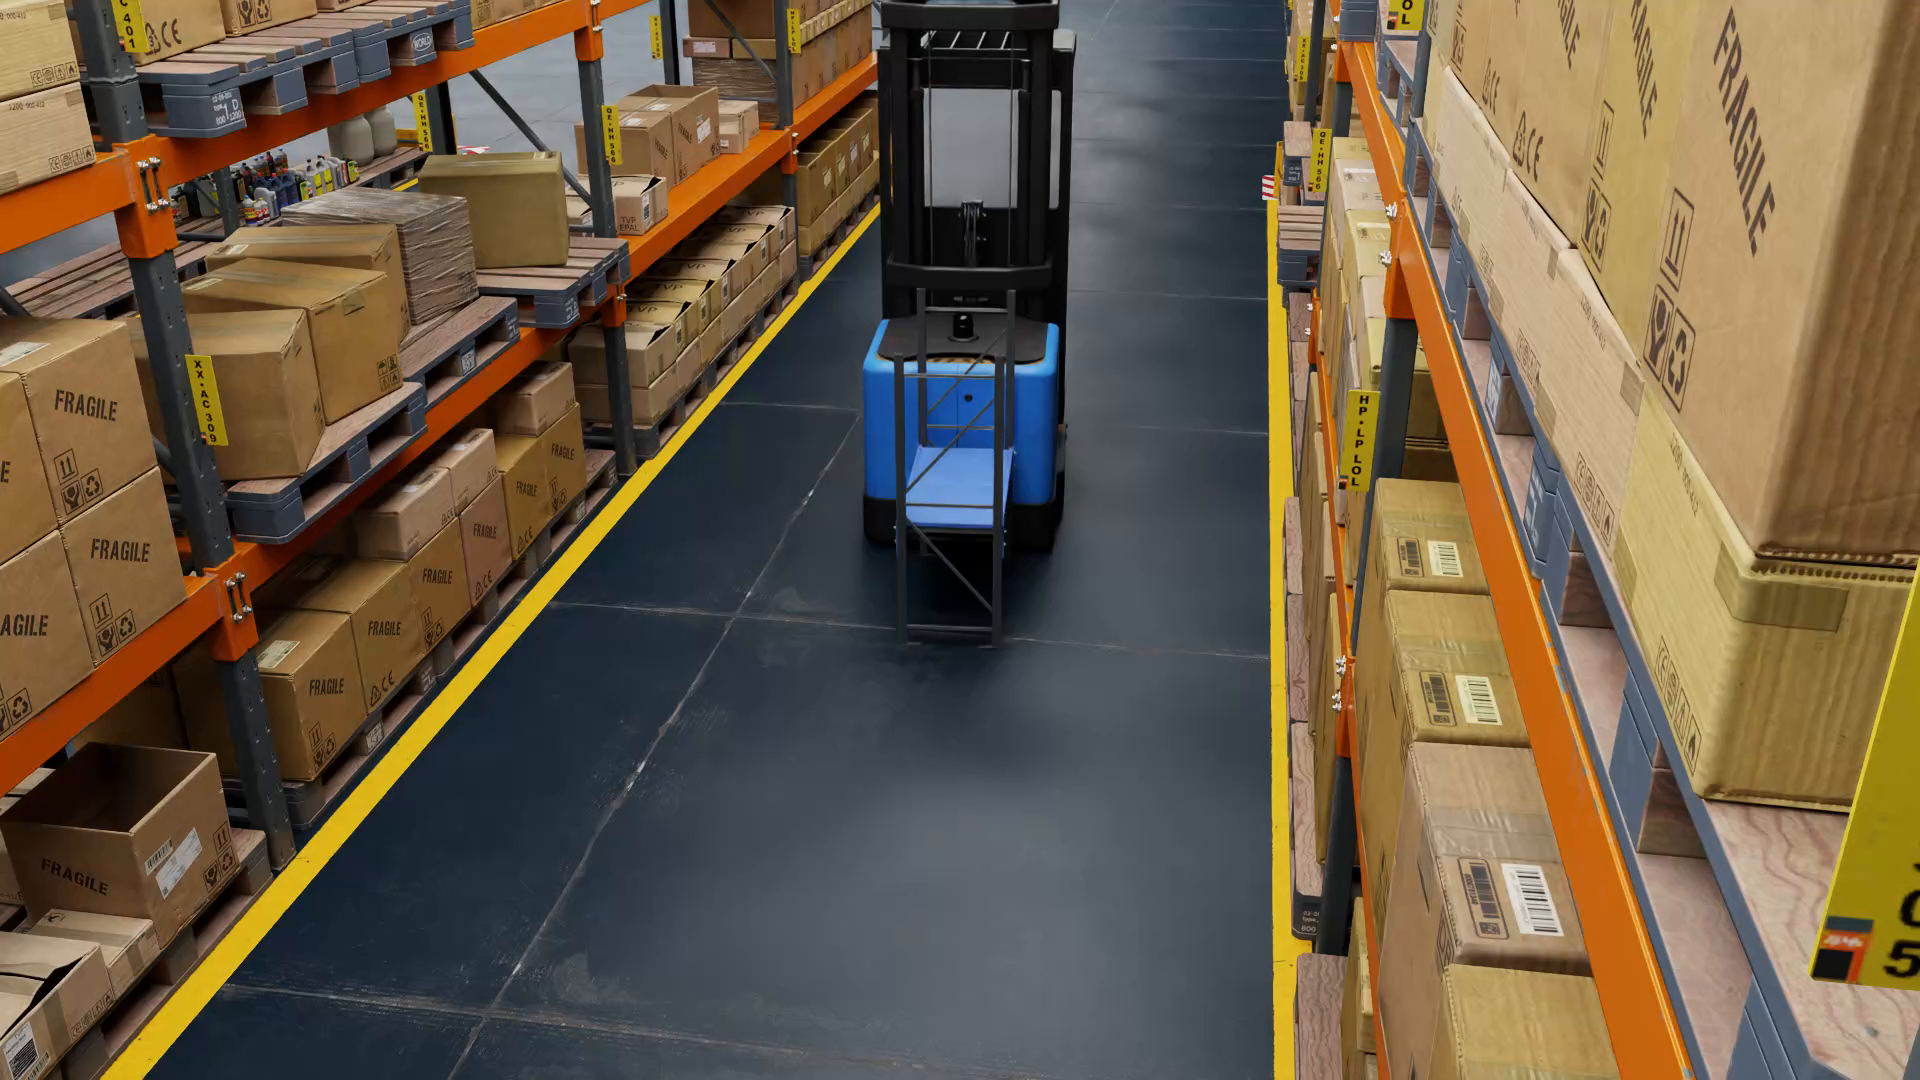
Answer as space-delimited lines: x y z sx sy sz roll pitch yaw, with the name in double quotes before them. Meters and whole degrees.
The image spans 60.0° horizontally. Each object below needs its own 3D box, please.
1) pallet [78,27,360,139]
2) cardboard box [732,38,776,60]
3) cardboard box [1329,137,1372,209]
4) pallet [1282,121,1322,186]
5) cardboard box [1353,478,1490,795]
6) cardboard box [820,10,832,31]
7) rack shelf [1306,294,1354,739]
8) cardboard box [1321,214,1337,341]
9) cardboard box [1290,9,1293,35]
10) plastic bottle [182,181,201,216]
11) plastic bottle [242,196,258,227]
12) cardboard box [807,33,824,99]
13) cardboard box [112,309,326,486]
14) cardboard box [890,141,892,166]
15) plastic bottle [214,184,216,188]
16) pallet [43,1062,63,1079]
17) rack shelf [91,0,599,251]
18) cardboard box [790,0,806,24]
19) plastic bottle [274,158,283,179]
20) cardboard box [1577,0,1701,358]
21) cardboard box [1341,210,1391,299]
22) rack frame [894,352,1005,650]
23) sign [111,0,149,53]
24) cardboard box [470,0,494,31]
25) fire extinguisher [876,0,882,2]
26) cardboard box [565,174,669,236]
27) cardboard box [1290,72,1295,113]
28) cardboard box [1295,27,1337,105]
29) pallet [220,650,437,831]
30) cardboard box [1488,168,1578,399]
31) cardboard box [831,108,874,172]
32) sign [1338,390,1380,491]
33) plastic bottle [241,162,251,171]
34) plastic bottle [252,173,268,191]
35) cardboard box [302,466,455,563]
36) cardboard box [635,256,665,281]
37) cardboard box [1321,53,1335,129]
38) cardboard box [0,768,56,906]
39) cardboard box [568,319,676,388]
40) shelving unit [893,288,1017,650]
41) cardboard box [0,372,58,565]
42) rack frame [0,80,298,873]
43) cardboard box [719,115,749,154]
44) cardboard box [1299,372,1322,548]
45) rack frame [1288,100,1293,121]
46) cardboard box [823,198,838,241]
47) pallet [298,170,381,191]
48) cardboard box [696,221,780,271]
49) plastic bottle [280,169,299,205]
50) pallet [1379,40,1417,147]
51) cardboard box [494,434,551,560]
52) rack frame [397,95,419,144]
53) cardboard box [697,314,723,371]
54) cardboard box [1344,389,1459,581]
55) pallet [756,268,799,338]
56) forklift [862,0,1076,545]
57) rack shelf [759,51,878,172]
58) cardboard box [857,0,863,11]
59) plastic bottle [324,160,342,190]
"pallet" -2.952 -1.662 5.946 1.213 0.211 1.003 4 25 9
"cardboard box" -1.585 -3.905 13.171 0.380 0.149 0.250 4 25 8
"cardboard box" 2.081 -1.797 8.173 0.500 0.250 0.500 5 25 10
"pallet" 2.799 -2.729 11.767 1.003 0.211 1.213 4 25 9
"cardboard box" 1.655 0.311 4.694 0.980 0.700 0.700 4 25 9
"cardboard box" -1.336 -4.553 14.555 0.380 0.149 0.250 4 25 8
"rack shelf" 2.087 -0.290 7.180 1.077 0.370 4.000 4 25 9
"cardboard box" 1.987 -1.237 7.863 0.500 0.500 0.500 5 26 10
"cardboard box" 3.347 -4.900 15.449 0.500 0.500 0.500 4 25 9
"plastic bottle" -6.885 -3.100 14.941 0.144 0.351 0.185 3 25 7
"plastic bottle" -6.222 -2.878 14.560 0.097 0.271 0.097 0 25 0
"cardboard box" -1.588 -4.129 14.414 0.700 0.500 0.500 4 25 9
"cardboard box" -2.829 -0.539 6.250 0.700 0.500 0.500 -4 25 -9
"cardboard box" -0.963 -3.840 16.663 0.500 0.250 0.500 4 25 9
"plastic bottle" -6.704 -3.147 15.129 0.152 0.276 0.135 4 25 9
"pallet" -3.438 1.941 4.854 1.003 0.211 1.213 4 25 9
"rack shelf" -2.801 -1.990 7.274 1.077 0.370 4.000 4 25 9
"cardboard box" -1.673 -4.497 13.671 0.700 0.500 0.500 4 25 8
"plastic bottle" -6.673 -3.636 16.262 0.097 0.201 0.097 0 25 0
"cardboard box" 1.049 -0.506 1.933 0.500 0.500 0.500 5 26 10
"cardboard box" 1.843 -1.161 6.814 0.500 0.250 0.500 4 25 7
"rack frame" -0.050 -0.157 7.817 0.500 1.500 0.032 2 25 4
"sign" -2.591 -1.679 5.151 0.100 0.325 0.005 4 25 9
"cardboard box" -2.680 -2.582 7.572 0.910 0.500 0.500 4 25 9
"fire extinguisher" -0.689 -5.122 16.745 0.296 0.674 0.183 4 25 9
"cardboard box" -2.137 -2.114 10.333 0.500 0.311 0.500 4 25 8
"cardboard box" 3.002 -3.705 13.779 0.500 0.250 0.500 4 25 8
"cardboard box" 2.840 -3.625 12.725 0.500 0.500 0.500 4 25 8
"pallet" -3.032 0.799 7.294 1.003 0.211 1.213 4 25 9
"cardboard box" 1.128 -0.393 2.576 0.500 0.250 0.500 3 25 7
"cardboard box" -1.109 -3.760 15.608 0.500 0.500 0.500 4 25 9
"sign" 1.223 -0.301 5.083 0.100 0.325 0.005 4 25 9
"plastic bottle" -6.762 -3.441 15.763 0.097 0.271 0.097 0 25 0
"plastic bottle" -6.307 -3.130 15.004 0.144 0.351 0.185 4 25 9
"cardboard box" -2.645 -0.131 7.537 0.500 0.250 0.500 4 25 9
"cardboard box" -2.383 -1.867 11.787 0.500 0.311 0.500 5 25 10
"cardboard box" 2.951 -3.159 11.824 0.700 0.500 0.500 4 25 9
"cardboard box" -3.410 1.058 6.104 0.500 0.311 0.500 4 25 9
"cardboard box" -2.099 -1.191 10.344 0.500 0.311 0.500 5 26 10
"shelving unit" -0.009 -0.372 8.276 0.538 1.500 1.048 2 25 4
"cardboard box" -3.036 -0.175 4.788 0.500 0.500 0.500 4 25 8
"rack frame" -3.128 -0.121 5.970 1.000 3.000 0.127 4 25 9
"cardboard box" -1.783 -3.025 12.334 0.396 0.266 0.258 3 25 7
"cardboard box" 2.164 -0.370 8.543 0.750 0.750 0.750 4 25 8
"rack frame" 3.721 -4.798 15.962 1.000 3.000 0.127 4 25 9
"cardboard box" -1.359 -2.793 14.427 0.500 0.250 0.500 4 25 9
"pallet" -6.358 -3.338 16.133 1.003 0.211 1.213 4 25 9
"cardboard box" -1.682 -2.258 12.623 0.500 0.311 0.500 5 25 10
"plastic bottle" -6.134 -3.199 15.151 0.144 0.351 0.185 3 25 6
"pallet" 1.861 -1.438 5.471 0.805 0.209 1.217 3 25 6
"cardboard box" -2.480 -0.237 8.648 0.500 0.500 0.500 3 25 7
"rack frame" -6.053 -5.484 17.429 1.000 3.000 0.127 4 25 9
"cardboard box" -1.938 -1.366 11.377 0.500 0.250 0.500 3 25 7
"cardboard box" 1.587 -0.179 5.601 0.500 0.500 0.500 4 25 8
"pallet" -1.902 -1.893 13.045 1.003 0.211 1.213 4 25 9
"forklift" 0.106 -1.890 9.830 1.130 2.935 3.031 2 25 4
"rack shelf" -1.493 -3.977 15.058 1.077 0.370 4.000 4 25 9
"cardboard box" -1.124 -5.089 15.701 0.380 0.149 0.250 4 25 8
"plastic bottle" -6.011 -3.490 15.862 0.152 0.276 0.135 3 25 7
